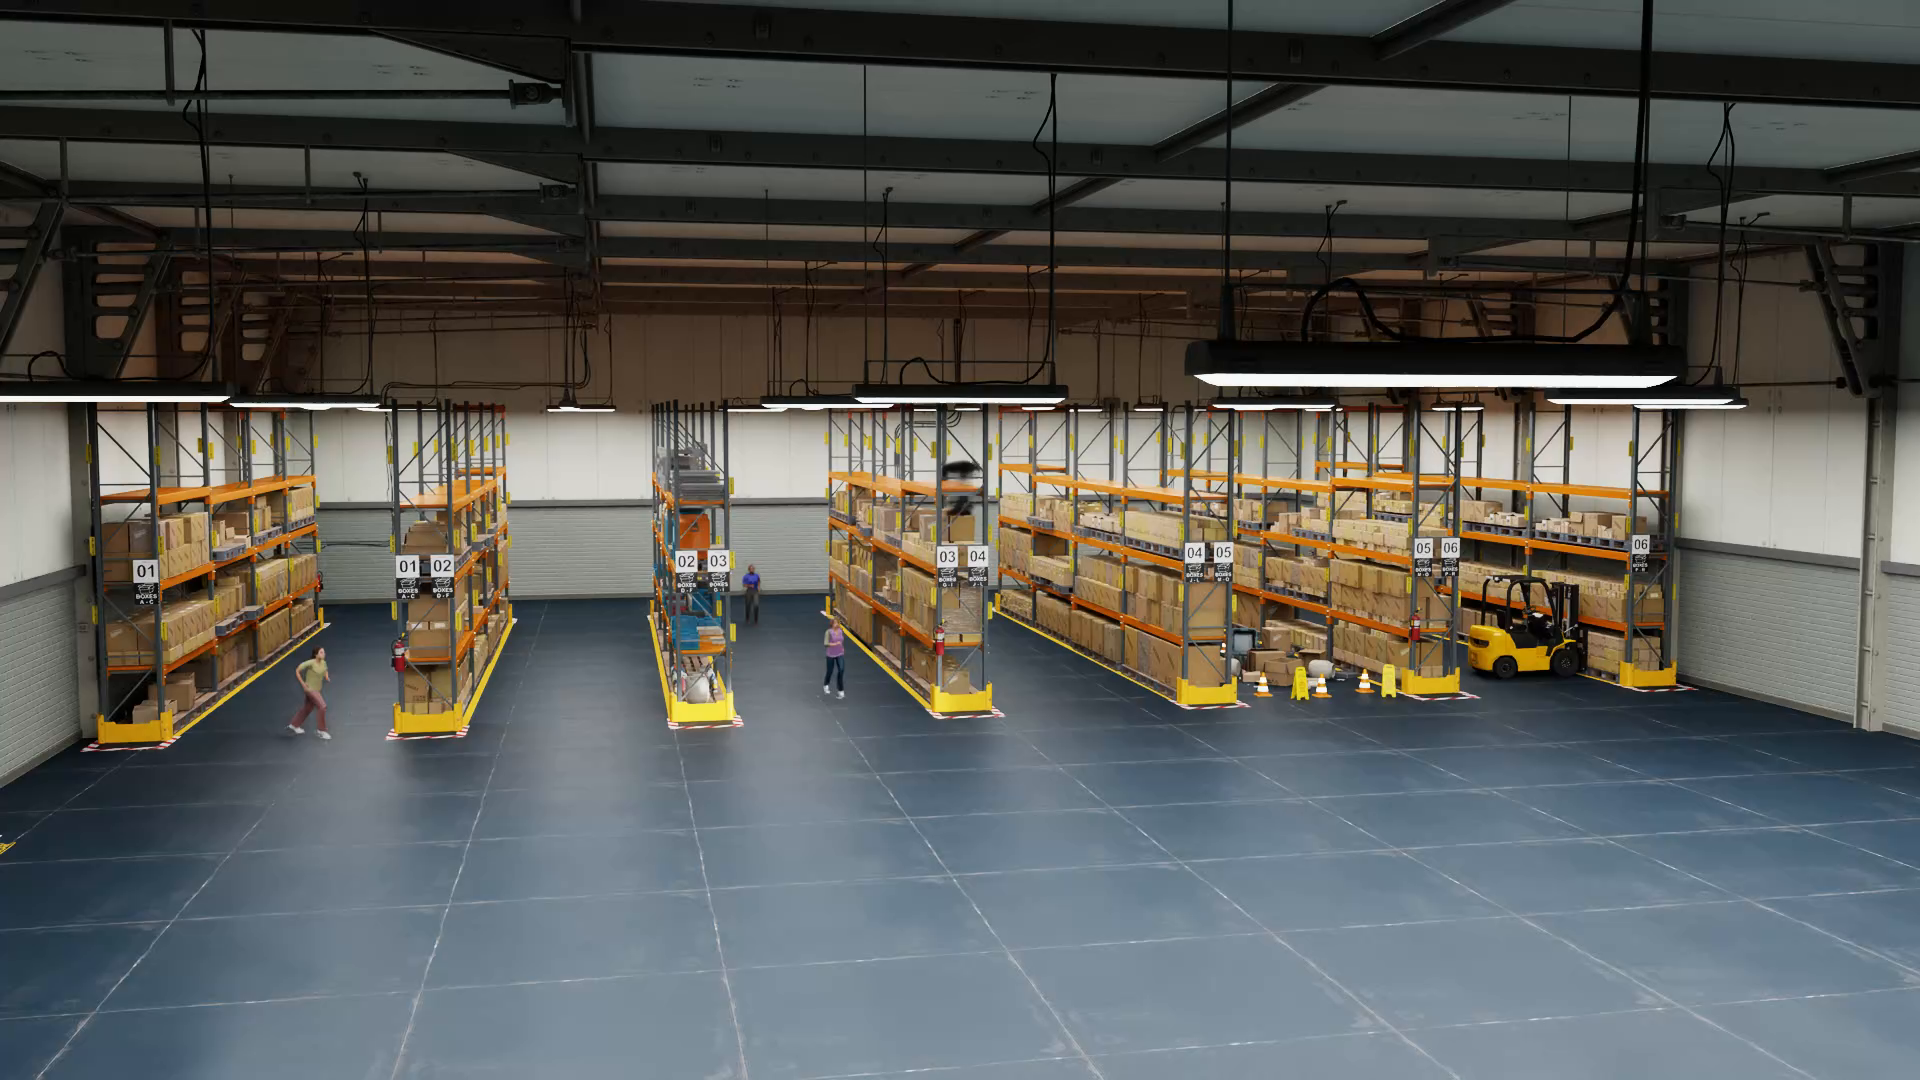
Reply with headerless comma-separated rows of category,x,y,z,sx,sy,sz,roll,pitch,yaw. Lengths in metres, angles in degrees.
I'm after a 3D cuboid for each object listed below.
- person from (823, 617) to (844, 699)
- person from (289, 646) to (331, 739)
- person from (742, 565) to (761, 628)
person,-2.557,2.367,33.684,0.507,1.625,0.822,-2,5,-26
person,-11.564,2.698,29.512,0.873,1.669,0.605,1,4,16
person,-5.624,1.514,44.900,0.539,1.715,0.848,-1,5,-17
